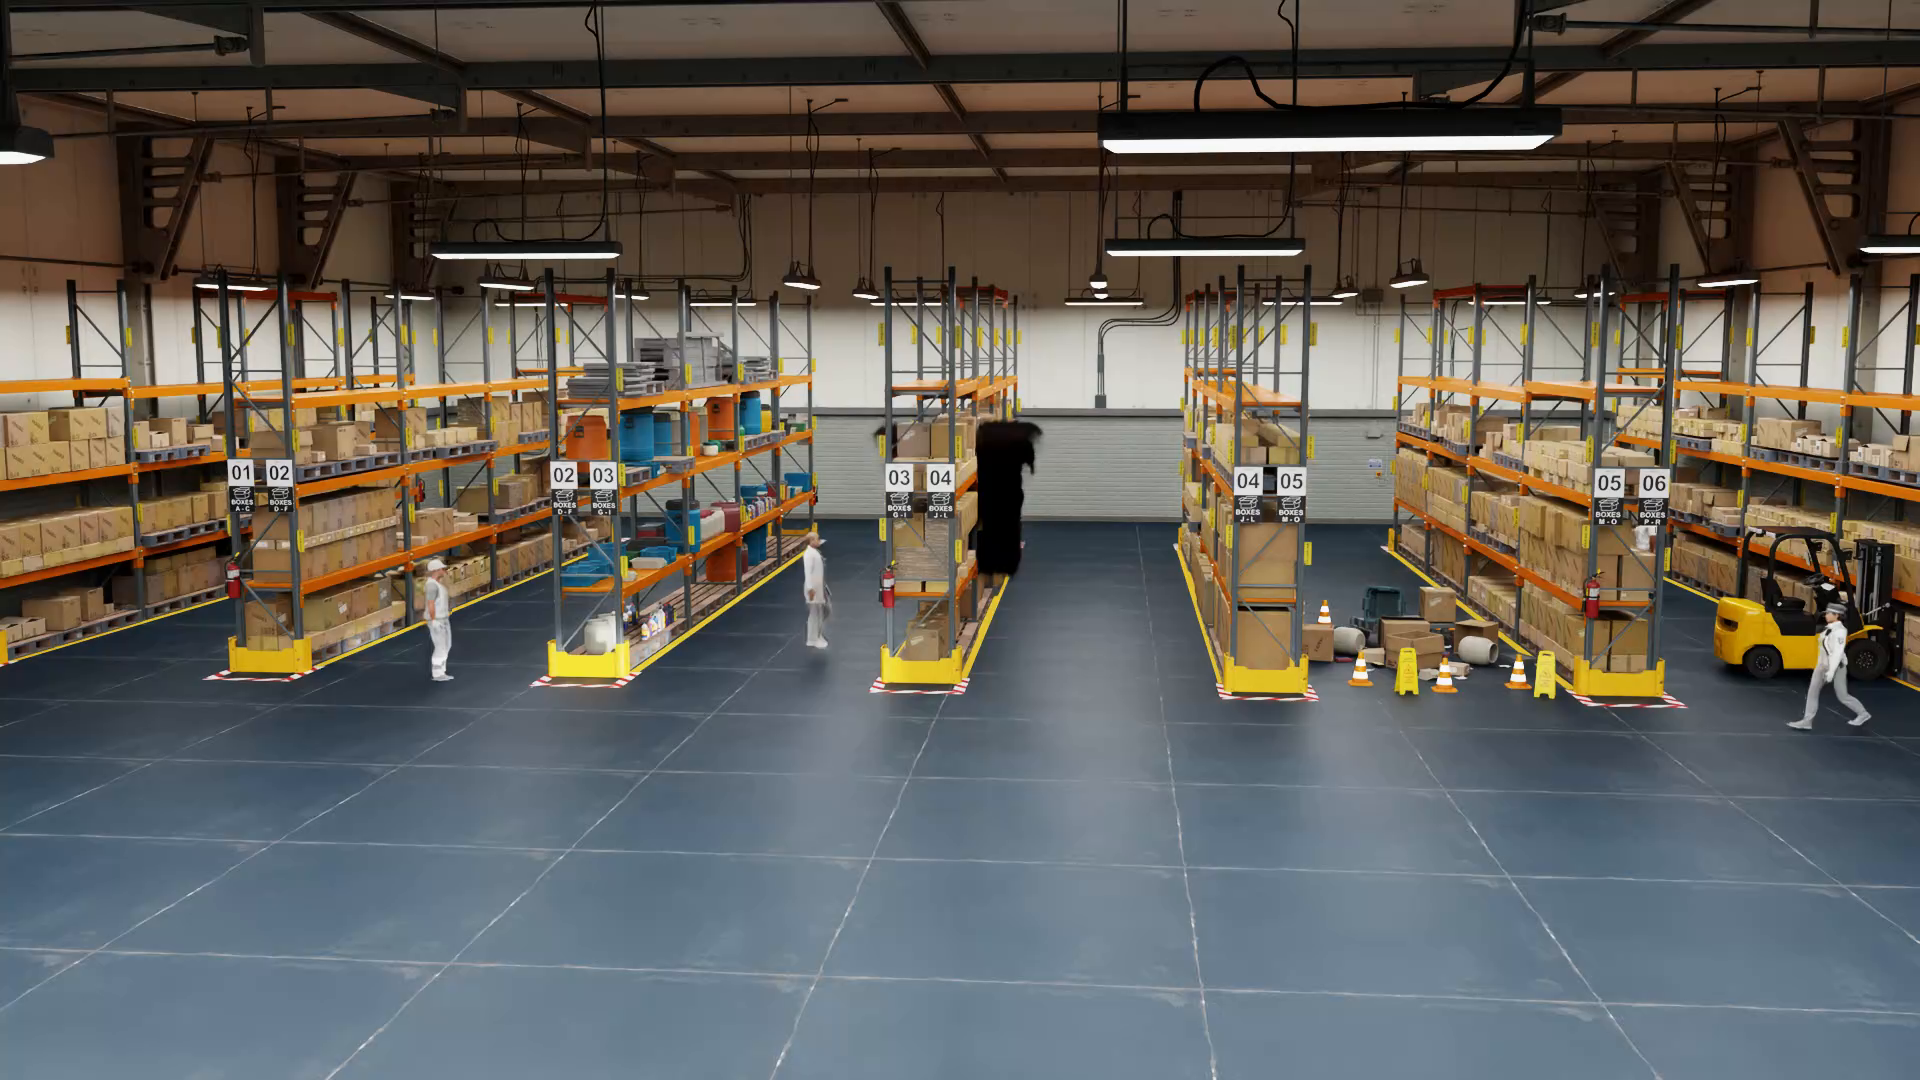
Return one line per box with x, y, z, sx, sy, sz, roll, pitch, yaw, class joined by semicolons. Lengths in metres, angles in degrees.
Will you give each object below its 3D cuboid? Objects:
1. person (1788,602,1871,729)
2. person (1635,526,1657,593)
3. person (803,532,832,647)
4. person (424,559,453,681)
11.147;1.616;21.205;0.936;1.640;0.450;-1;7;-10;person
13.373;0.187;32.491;0.418;1.769;0.593;3;8;24;person
-2.245;0.821;25.913;0.445;1.695;0.653;1;7;10;person
-7.649;1.189;24.387;0.439;1.818;0.616;1;7;8;person
